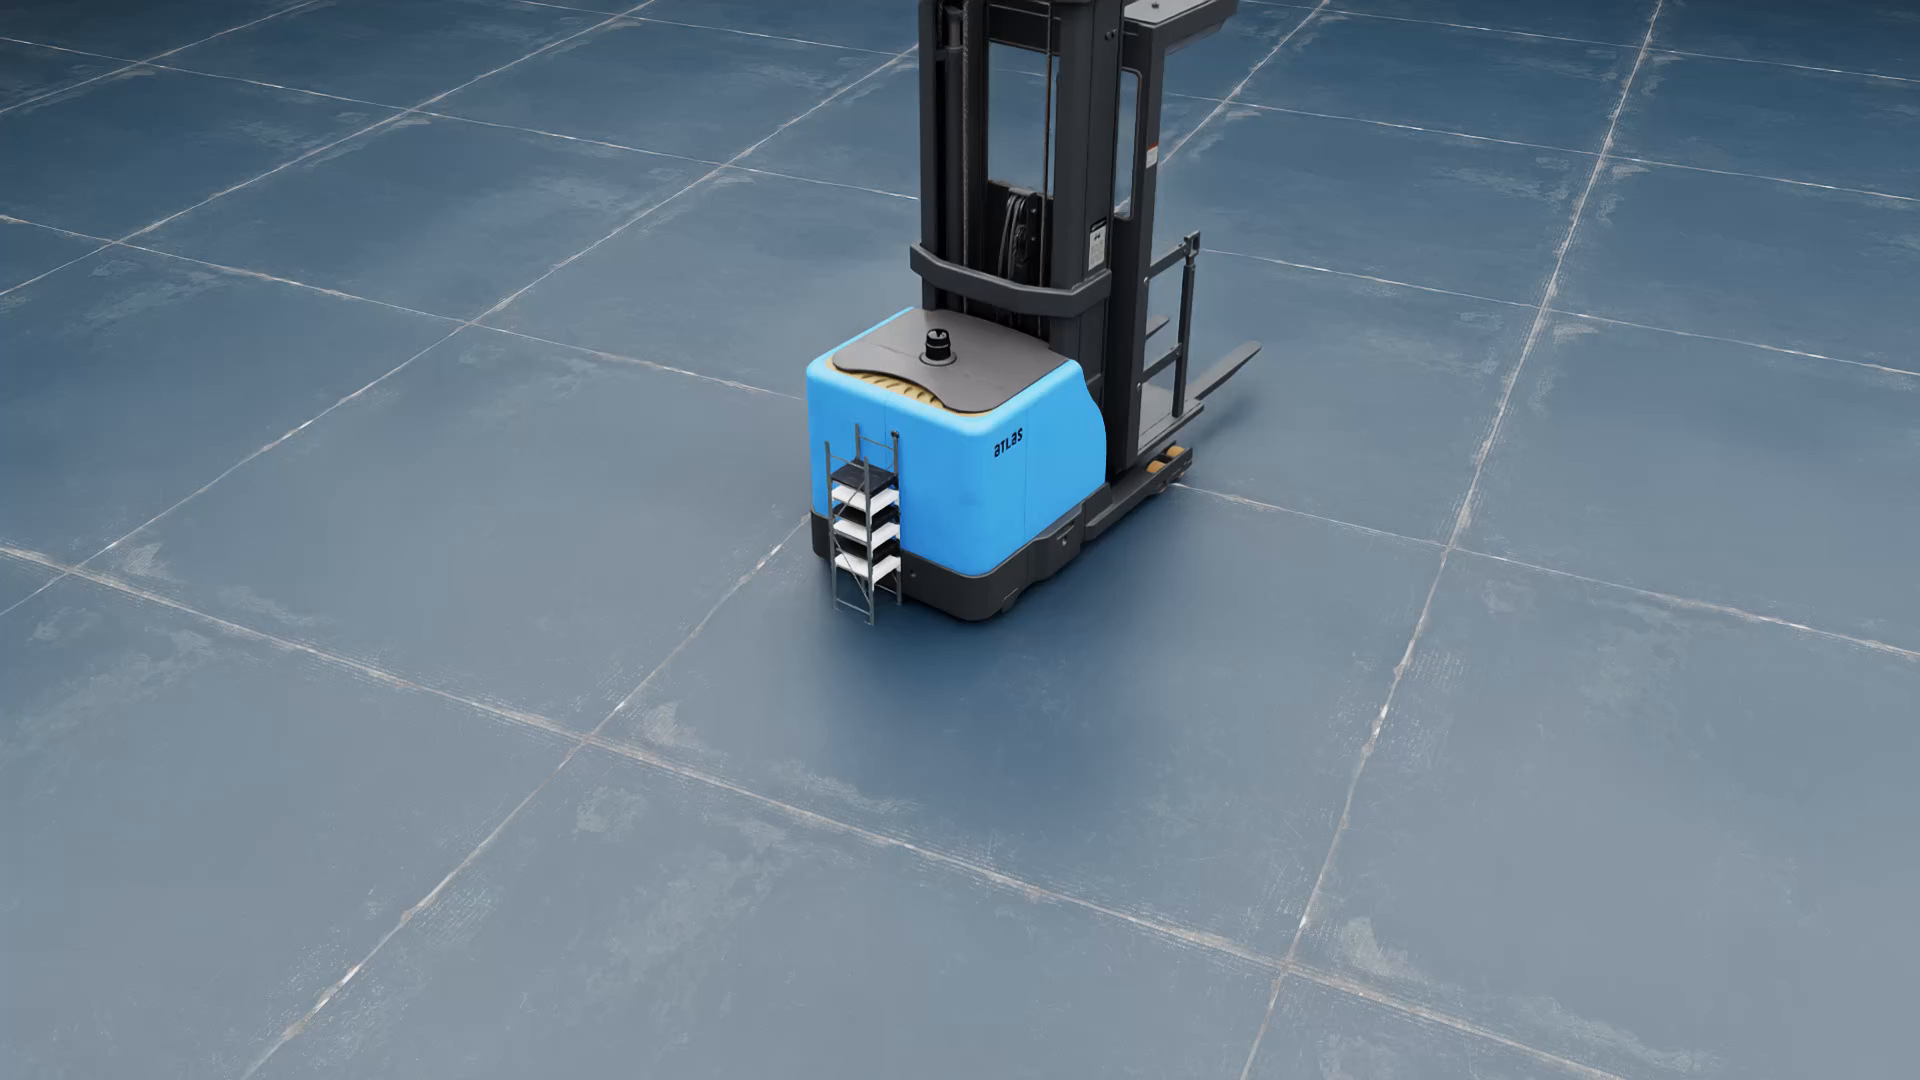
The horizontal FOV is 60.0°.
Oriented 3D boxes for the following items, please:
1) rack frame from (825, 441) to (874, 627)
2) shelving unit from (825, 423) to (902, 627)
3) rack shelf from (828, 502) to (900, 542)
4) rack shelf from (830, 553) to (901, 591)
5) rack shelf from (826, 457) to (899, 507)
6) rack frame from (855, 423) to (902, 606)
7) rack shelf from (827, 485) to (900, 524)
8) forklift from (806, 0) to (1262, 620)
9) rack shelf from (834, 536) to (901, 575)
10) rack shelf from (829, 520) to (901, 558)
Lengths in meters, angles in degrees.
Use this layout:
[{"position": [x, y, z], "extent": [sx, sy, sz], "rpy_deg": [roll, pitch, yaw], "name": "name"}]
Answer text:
[{"position": [-0.493, -0.017, 7.456], "extent": [0.240, 0.900, 0.006], "rpy_deg": [22, 39, 30], "name": "rack frame"}, {"position": [-0.432, -0.062, 7.524], "extent": [0.258, 0.900, 0.210], "rpy_deg": [22, 39, 30], "name": "shelving unit"}, {"position": [-0.432, -0.109, 7.493], "extent": [0.258, 0.077, 0.200], "rpy_deg": [22, 39, 30], "name": "rack shelf"}, {"position": [-0.432, 0.116, 7.641], "extent": [0.258, 0.077, 0.200], "rpy_deg": [22, 39, 30], "name": "rack shelf"}, {"position": [-0.432, -0.260, 7.394], "extent": [0.258, 0.077, 0.200], "rpy_deg": [22, 39, 30], "name": "rack shelf"}, {"position": [-0.371, -0.107, 7.592], "extent": [0.240, 0.900, 0.006], "rpy_deg": [22, 39, 30], "name": "rack frame"}, {"position": [-0.432, -0.185, 7.443], "extent": [0.258, 0.077, 0.200], "rpy_deg": [22, 39, 30], "name": "rack shelf"}, {"position": [0.568, -1.613, 8.037], "extent": [1.130, 2.935, 3.031], "rpy_deg": [22, 39, 30], "name": "forklift"}, {"position": [-0.432, 0.041, 7.592], "extent": [0.258, 0.077, 0.200], "rpy_deg": [22, 39, 30], "name": "rack shelf"}, {"position": [-0.432, -0.034, 7.542], "extent": [0.258, 0.077, 0.200], "rpy_deg": [22, 39, 30], "name": "rack shelf"}]
